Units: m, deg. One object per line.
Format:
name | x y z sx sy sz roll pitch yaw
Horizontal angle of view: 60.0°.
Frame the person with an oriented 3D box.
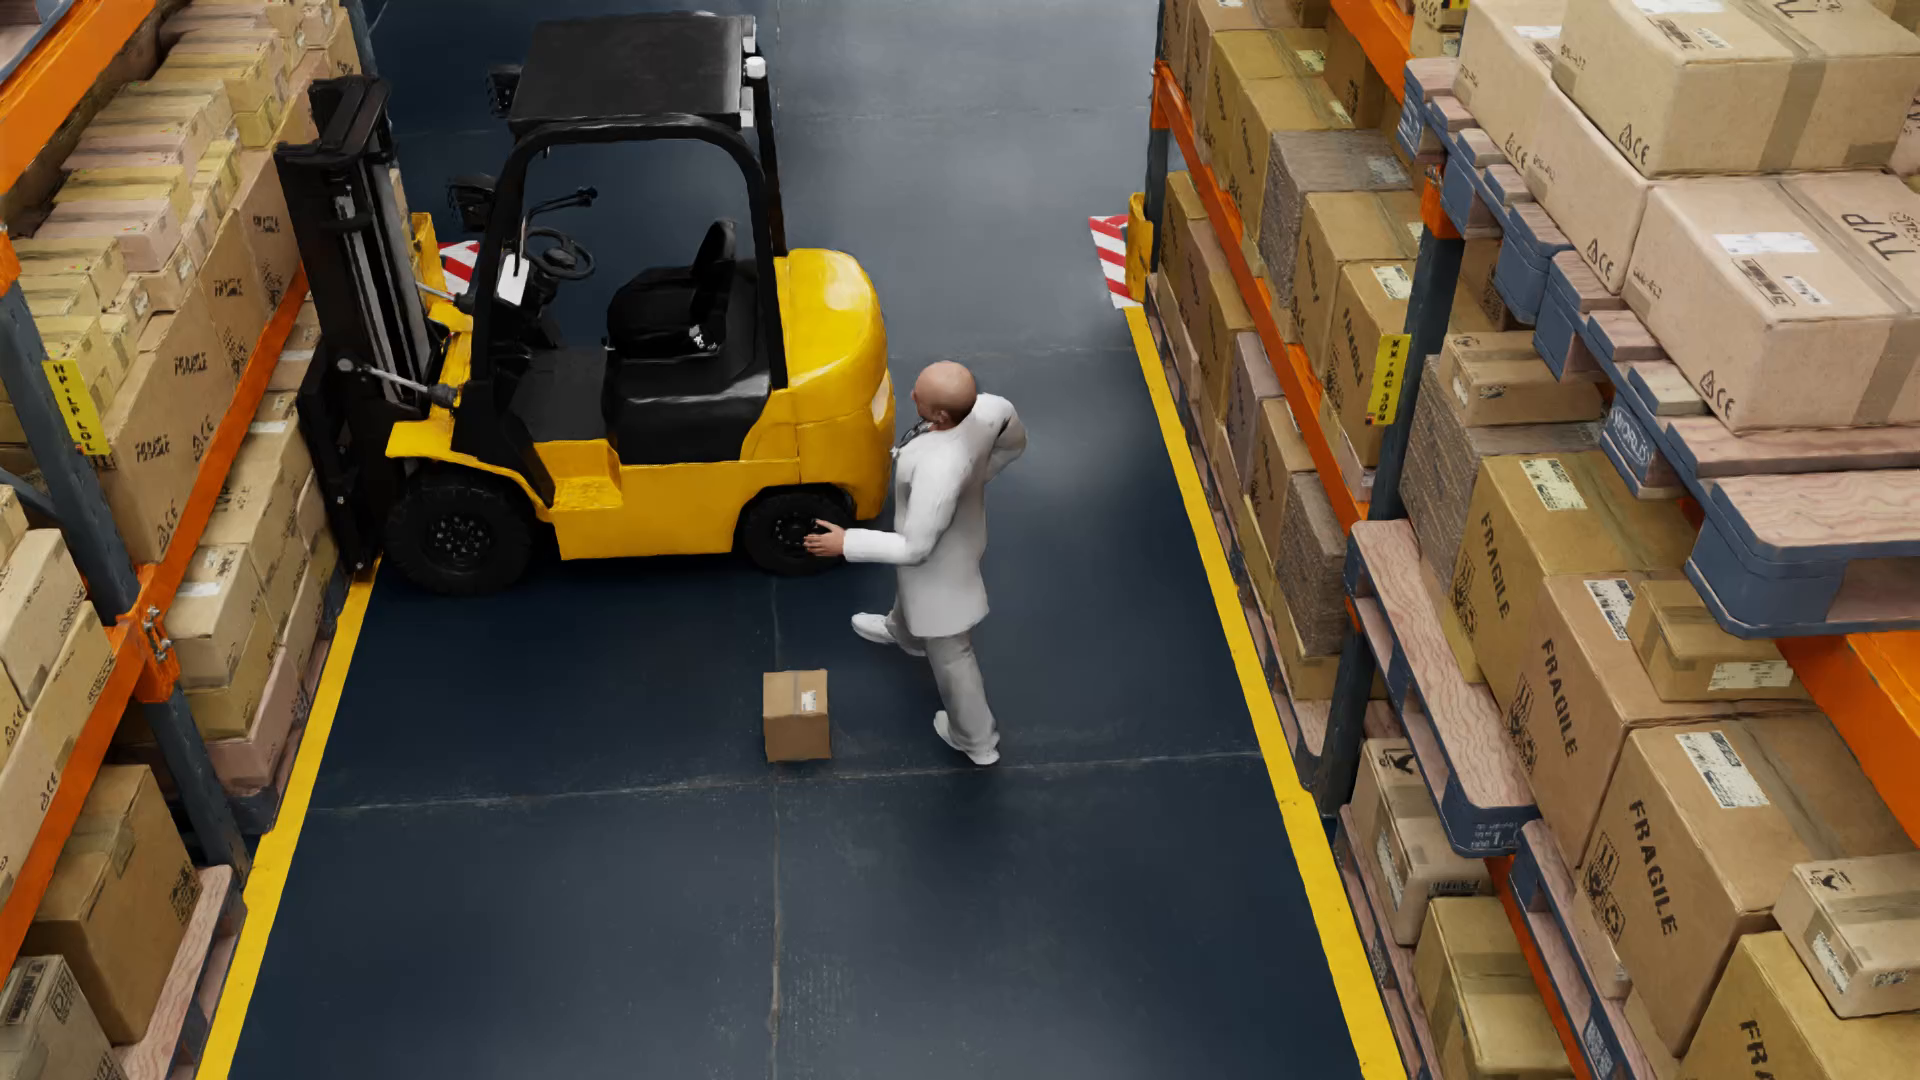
person | -0.191 0.034 6.137 0.844 1.799 0.759 15 41 18
